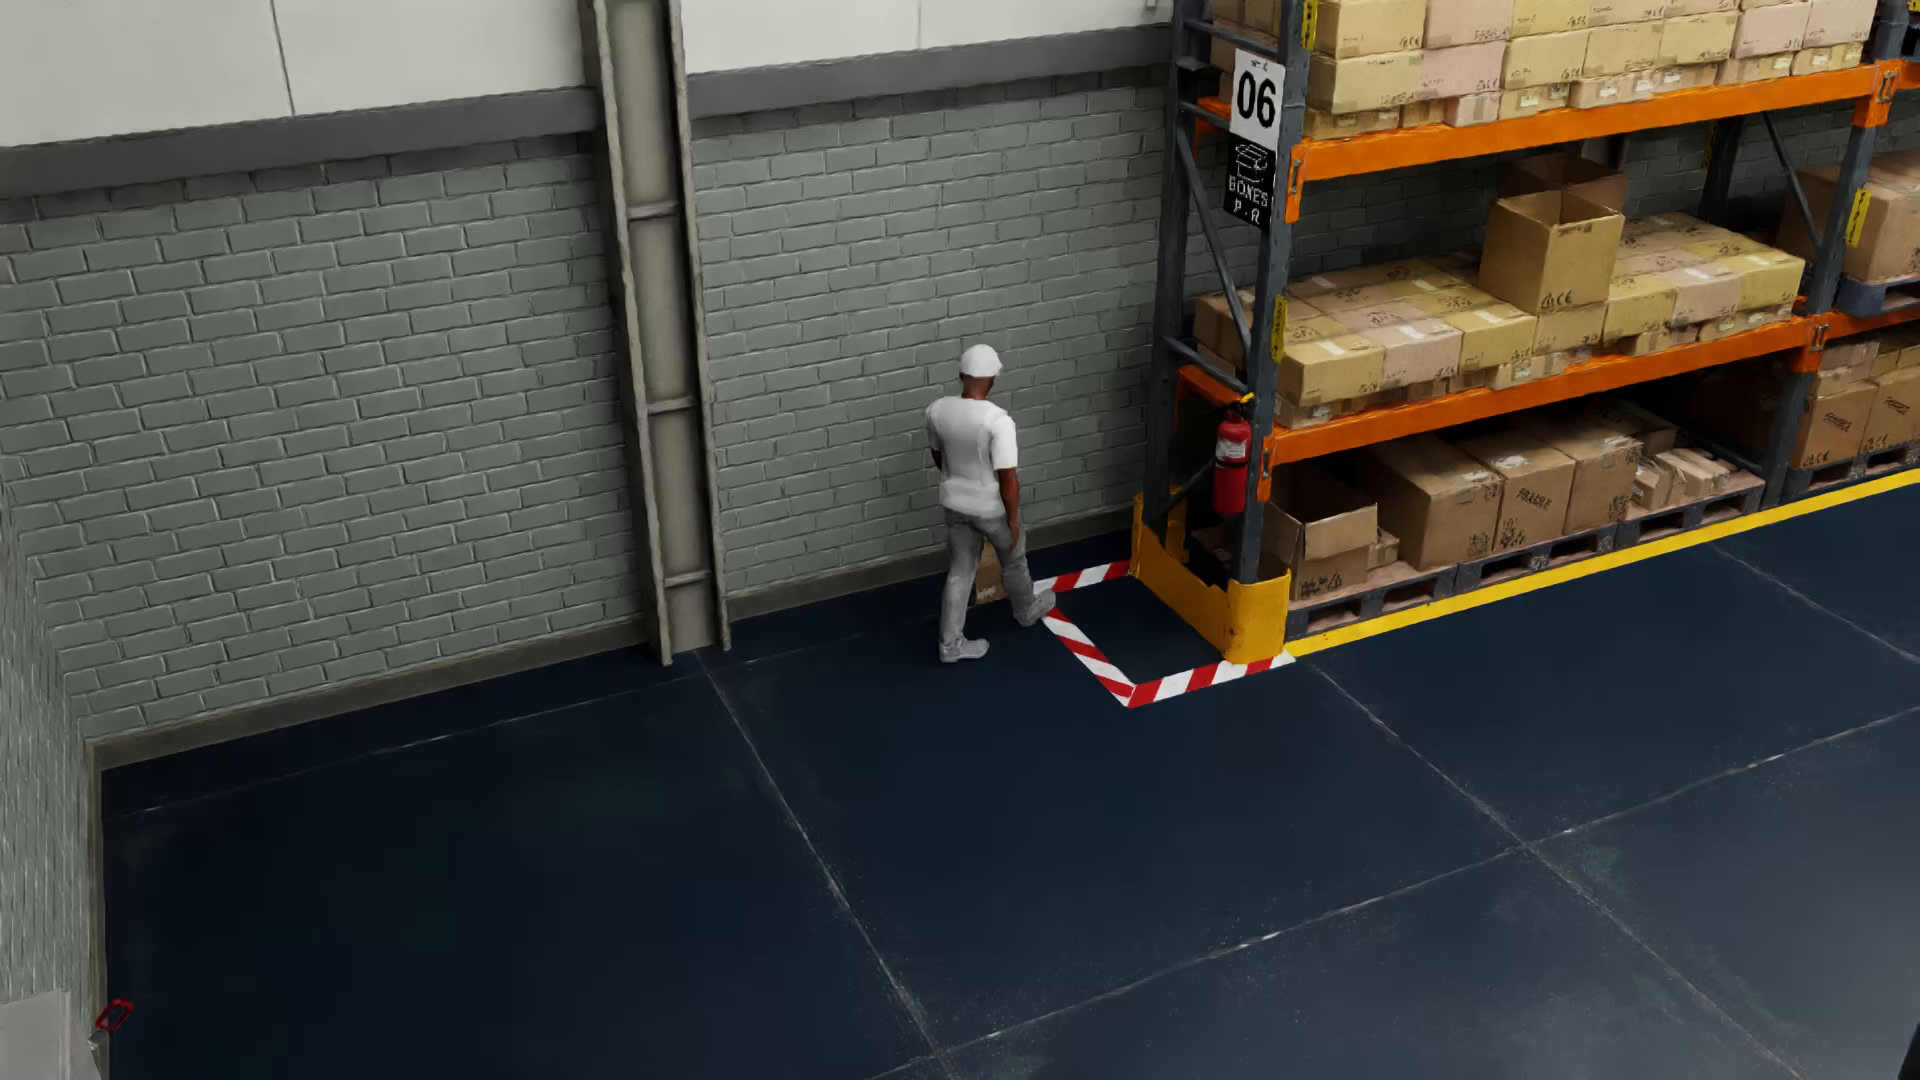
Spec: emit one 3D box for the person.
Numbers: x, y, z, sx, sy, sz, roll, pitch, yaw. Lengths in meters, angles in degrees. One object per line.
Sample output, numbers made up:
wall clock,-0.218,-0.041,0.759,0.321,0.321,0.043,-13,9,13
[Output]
person,0.108,-0.224,8.798,0.603,1.637,0.692,17,33,27
